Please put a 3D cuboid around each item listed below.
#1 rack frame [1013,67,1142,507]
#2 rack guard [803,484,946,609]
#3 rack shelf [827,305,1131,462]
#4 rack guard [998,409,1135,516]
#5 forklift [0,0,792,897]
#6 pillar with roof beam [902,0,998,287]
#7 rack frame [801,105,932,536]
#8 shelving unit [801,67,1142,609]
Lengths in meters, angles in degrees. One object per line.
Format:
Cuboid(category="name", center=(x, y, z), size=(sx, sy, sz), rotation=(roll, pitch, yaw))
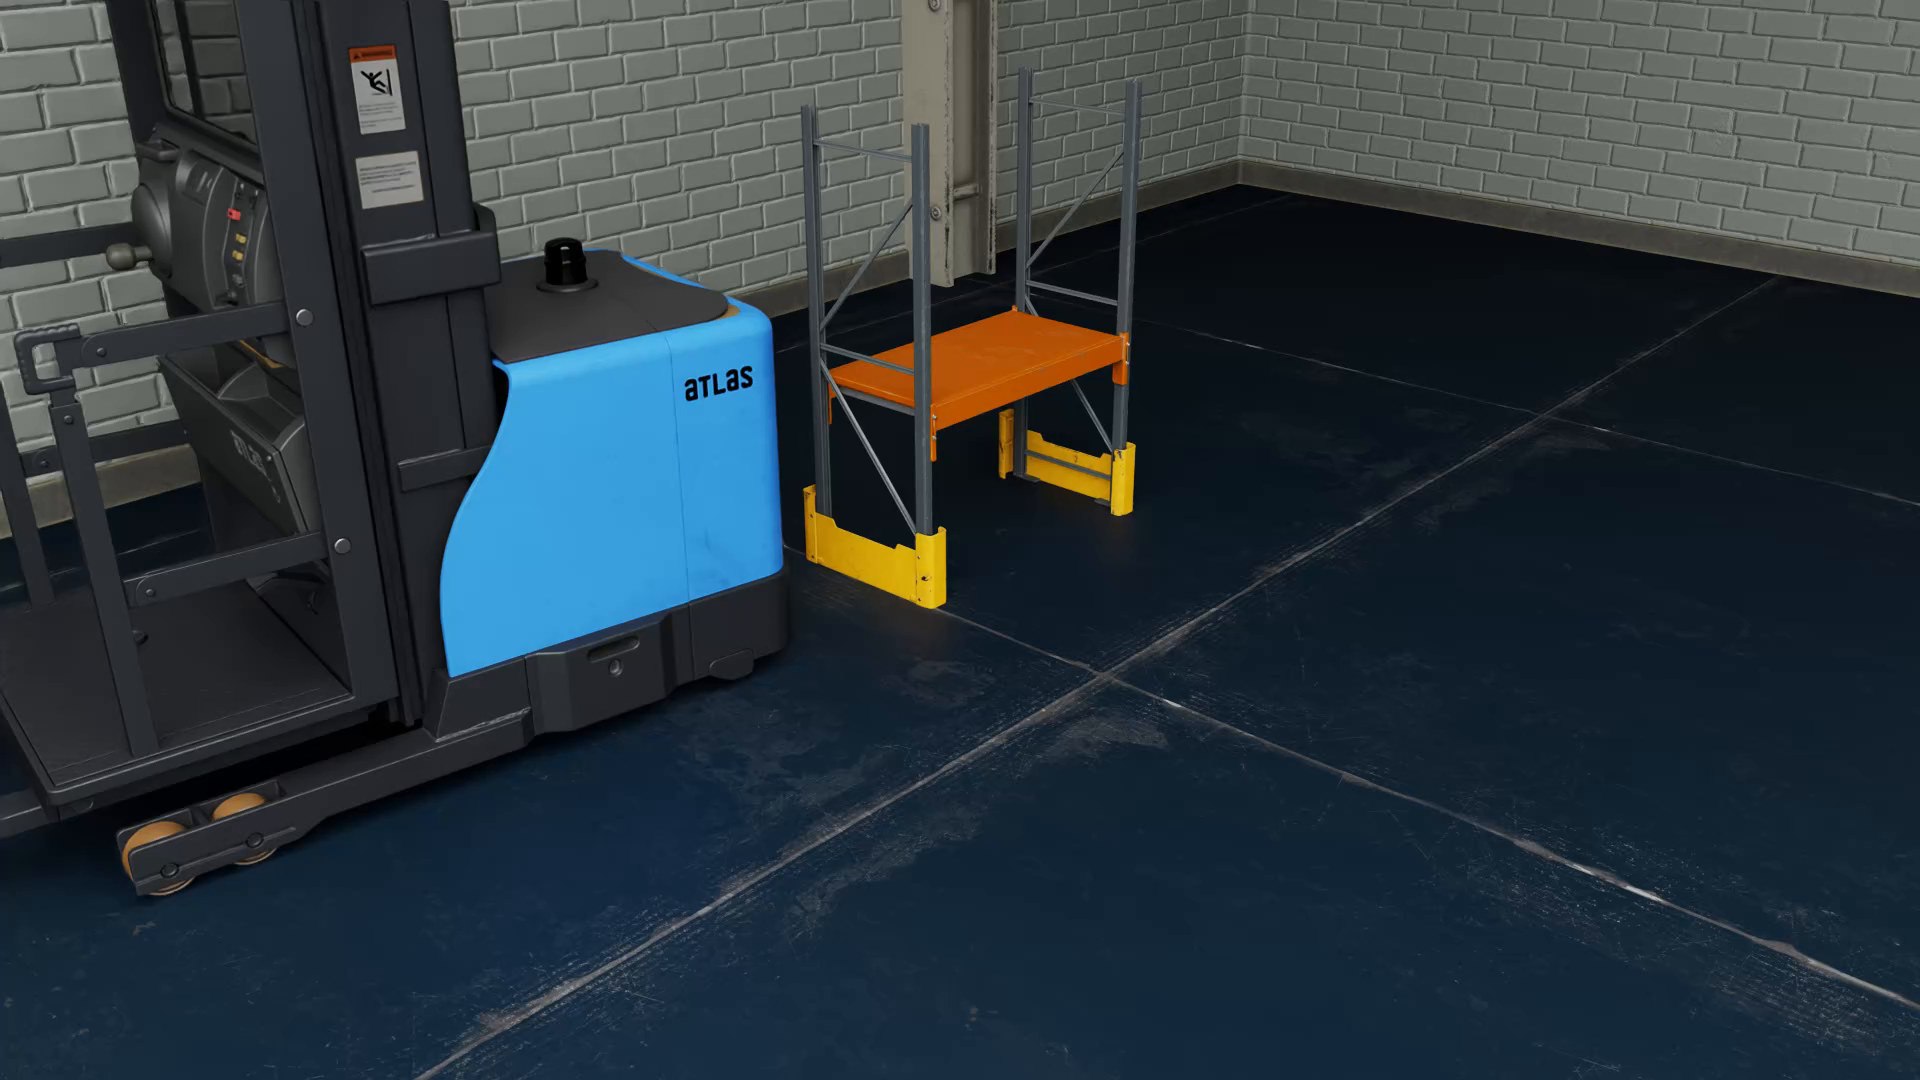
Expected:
Cuboid(category="rack frame", center=(0.396, -0.865, 5.847), size=(0.500, 1.500, 0.032), rotation=(20, 31, 38))
Cuboid(category="rack guard", center=(-0.281, 0.014, 5.412), size=(0.587, 0.250, 0.087), rotation=(20, 31, 38))
Cuboid(category="rack shelf", center=(0.057, -0.546, 5.575), size=(0.538, 0.185, 1.000), rotation=(20, 31, 38))
Cuboid(category="rack guard", center=(0.383, -0.289, 6.089), size=(0.587, 0.250, 0.087), rotation=(20, 31, 38))
Cuboid(category="forklift", center=(-1.962, -0.750, 3.840), size=(3.031, 2.935, 1.130), rotation=(-18, 30, -35))
Cuboid(category="pillar with roof beam", center=(3.156, -4.354, 4.461), size=(9.100, 9.000, 0.400), rotation=(20, 31, 38))
Cuboid(category="rack frame", center=(-0.282, -0.555, 5.156), size=(0.500, 1.500, 0.032), rotation=(20, 31, 38))
Cuboid(category="shelving unit", center=(0.051, -0.708, 5.495), size=(0.587, 1.500, 1.083), rotation=(20, 31, 38))
